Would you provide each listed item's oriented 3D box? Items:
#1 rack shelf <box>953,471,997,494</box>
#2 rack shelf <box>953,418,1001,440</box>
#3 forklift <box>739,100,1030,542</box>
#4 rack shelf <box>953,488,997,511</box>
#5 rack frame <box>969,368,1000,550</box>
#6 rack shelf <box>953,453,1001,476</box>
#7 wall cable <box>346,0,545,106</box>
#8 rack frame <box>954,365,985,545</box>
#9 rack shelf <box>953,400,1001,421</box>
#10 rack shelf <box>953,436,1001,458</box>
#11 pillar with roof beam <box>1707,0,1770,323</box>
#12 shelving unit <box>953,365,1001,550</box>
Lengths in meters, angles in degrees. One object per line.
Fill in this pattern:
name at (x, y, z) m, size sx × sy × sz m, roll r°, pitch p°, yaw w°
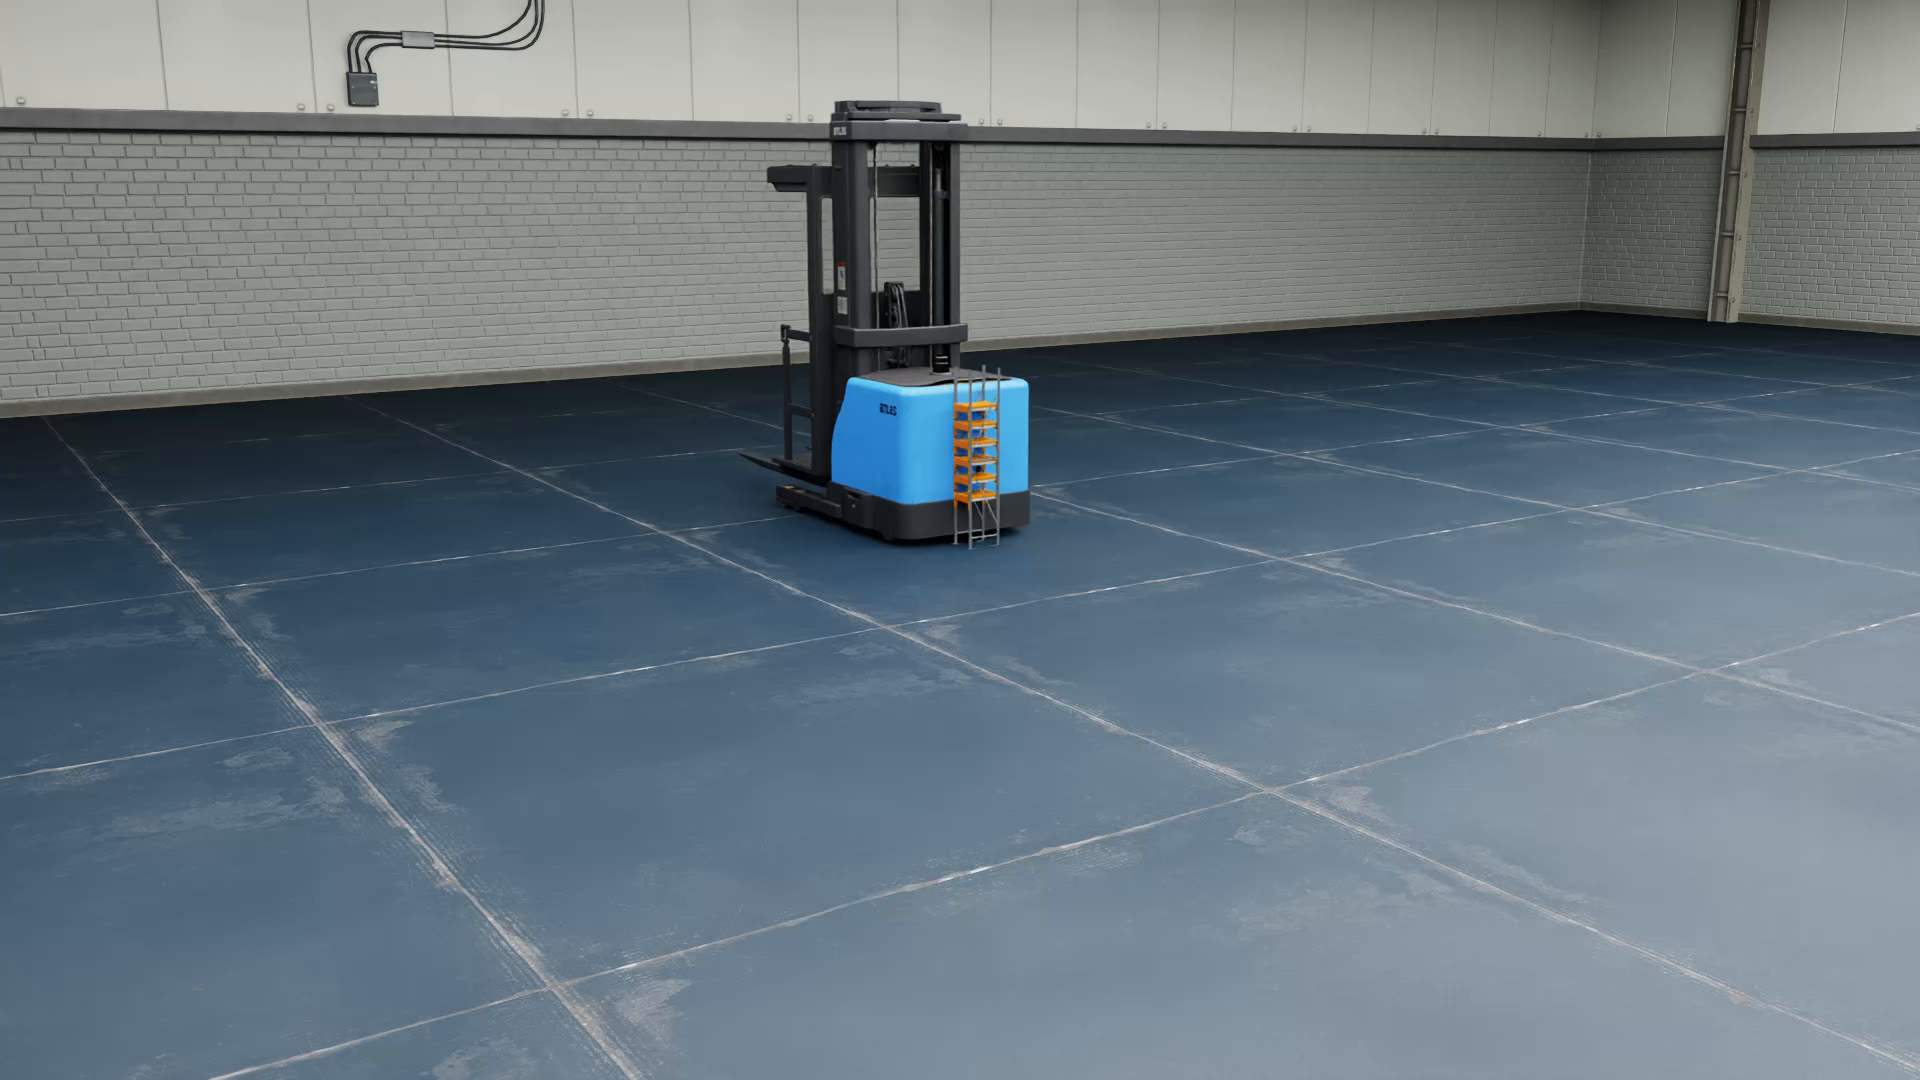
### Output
rack shelf at (0.113, -0.386, 11.089) m, size 0.258 × 0.103 × 0.180 m, roll -8°, pitch 14°, yaw -31°
rack shelf at (0.113, -0.738, 11.012) m, size 0.258 × 0.103 × 0.180 m, roll -8°, pitch 14°, yaw -31°
forklift at (-0.719, -1.688, 12.219) m, size 1.130 × 2.935 × 3.031 m, roll -8°, pitch 14°, yaw -31°
rack shelf at (0.113, -0.269, 11.115) m, size 0.258 × 0.103 × 0.180 m, roll -8°, pitch 14°, yaw -31°
rack frame at (0.161, -0.530, 10.978) m, size 0.240 × 1.200 × 0.006 m, roll -8°, pitch 14°, yaw -31°
rack shelf at (0.113, -0.504, 11.064) m, size 0.258 × 0.103 × 0.180 m, roll -8°, pitch 14°, yaw -31°
wall cable at (-5.777, -7.875, 18.349) m, size 2.305 × 6.003 × 0.169 m, roll -8°, pitch 15°, yaw -33°
rack frame at (0.064, -0.564, 11.130) m, size 0.240 × 1.200 × 0.006 m, roll -8°, pitch 14°, yaw -31°
rack shelf at (0.113, -0.855, 10.987) m, size 0.258 × 0.103 × 0.180 m, roll -8°, pitch 14°, yaw -31°
rack shelf at (0.113, -0.621, 11.038) m, size 0.258 × 0.103 × 0.180 m, roll -8°, pitch 14°, yaw -31°
pillar with roof beam at (9.482, -7.631, 25.194) m, size 9.100 × 9.000 × 0.400 m, roll -8°, pitch 15°, yaw -33°
shelving unit at (0.113, -0.547, 11.054) m, size 0.258 × 1.200 × 0.189 m, roll -8°, pitch 14°, yaw -31°
